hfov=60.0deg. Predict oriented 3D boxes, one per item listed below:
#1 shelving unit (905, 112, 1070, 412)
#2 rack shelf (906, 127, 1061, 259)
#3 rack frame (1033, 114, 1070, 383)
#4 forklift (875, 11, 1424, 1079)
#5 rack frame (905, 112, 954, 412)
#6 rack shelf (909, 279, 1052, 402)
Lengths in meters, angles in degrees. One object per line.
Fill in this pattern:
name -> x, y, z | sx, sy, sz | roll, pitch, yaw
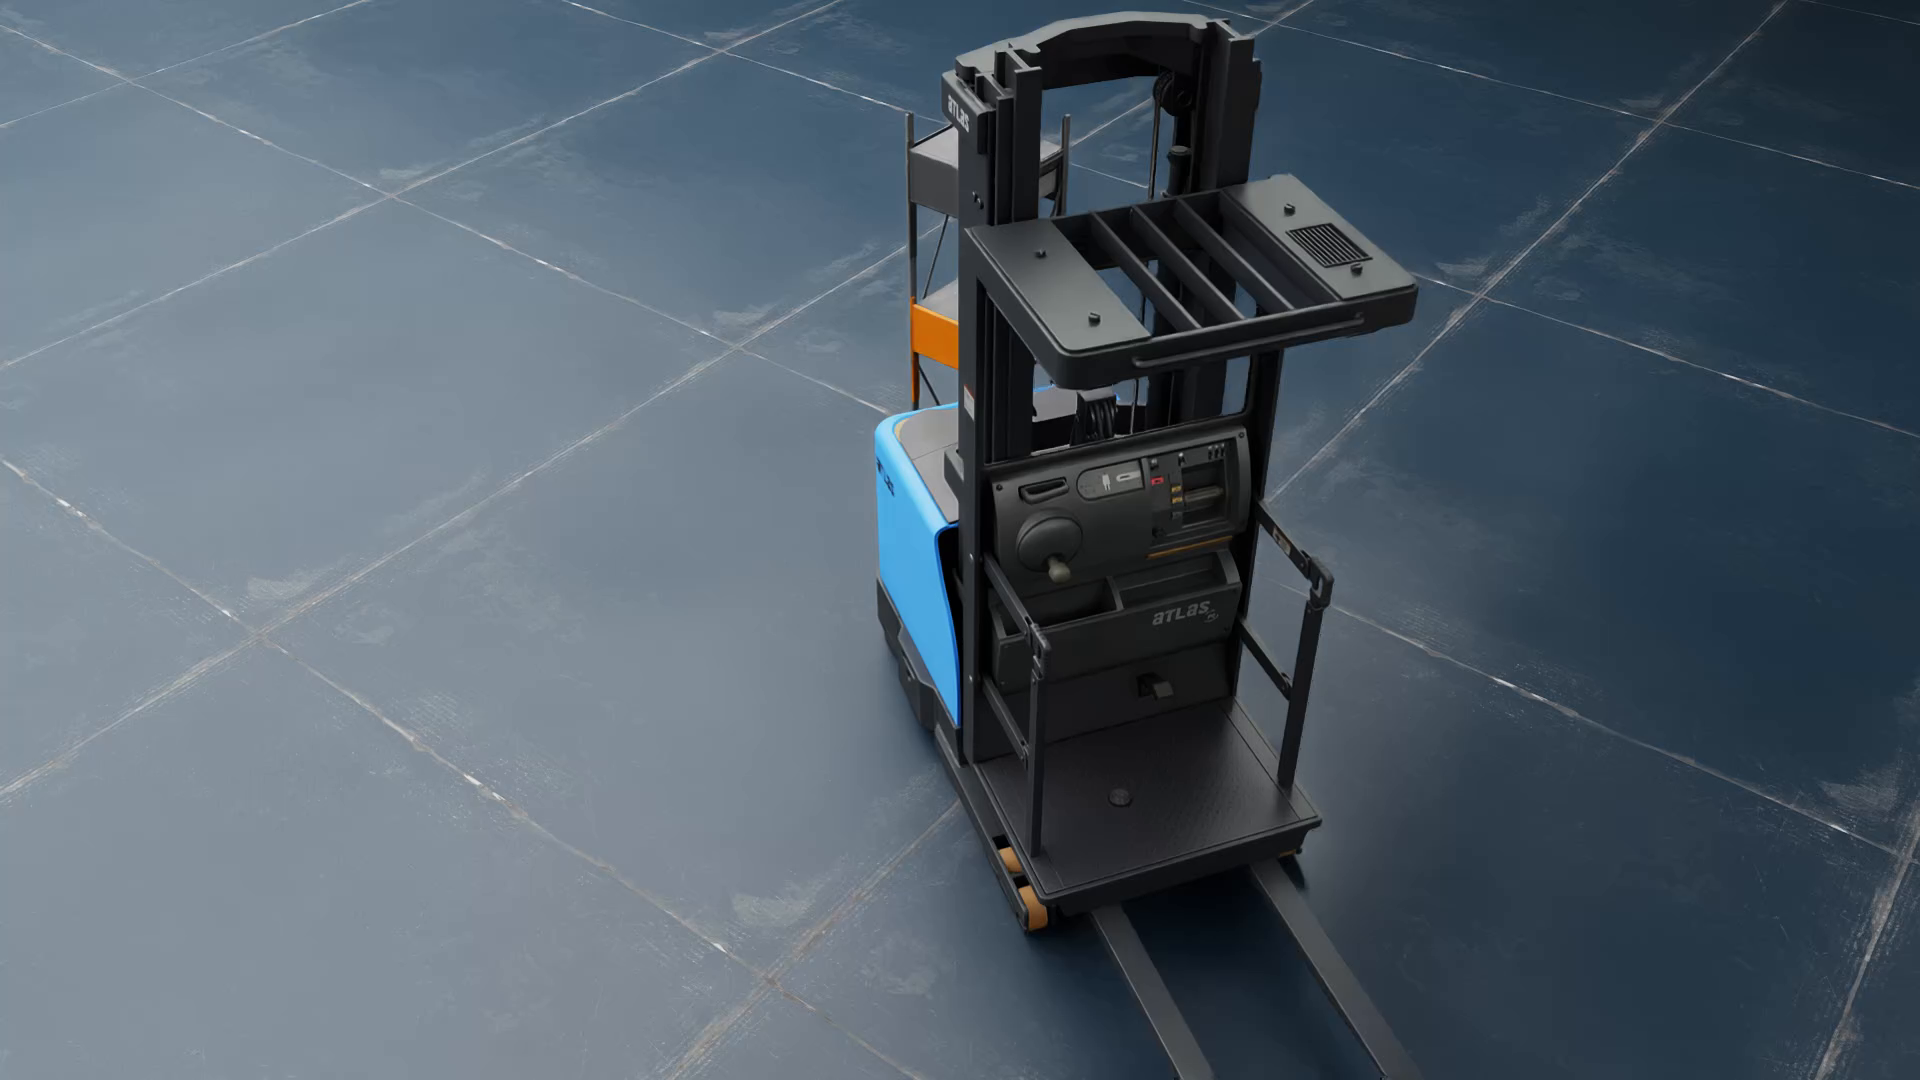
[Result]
shelving unit -> 0.107, -0.823, 7.098 | 0.503, 2.100, 0.431 | 27, 45, 30
rack shelf -> 0.107, -1.363, 6.675 | 0.480, 0.518, 0.431 | 27, 45, 30
rack frame -> 0.296, -0.728, 6.976 | 0.015, 2.100, 0.400 | 27, 45, 30
forklift -> 0.625, -0.044, 5.429 | 1.130, 2.935, 3.031 | -13, 40, -16
rack frame -> -0.082, -0.918, 7.219 | 0.015, 2.100, 0.400 | 27, 45, 30
rack shelf -> 0.107, -0.812, 7.106 | 0.480, 0.518, 0.431 | 27, 45, 30
